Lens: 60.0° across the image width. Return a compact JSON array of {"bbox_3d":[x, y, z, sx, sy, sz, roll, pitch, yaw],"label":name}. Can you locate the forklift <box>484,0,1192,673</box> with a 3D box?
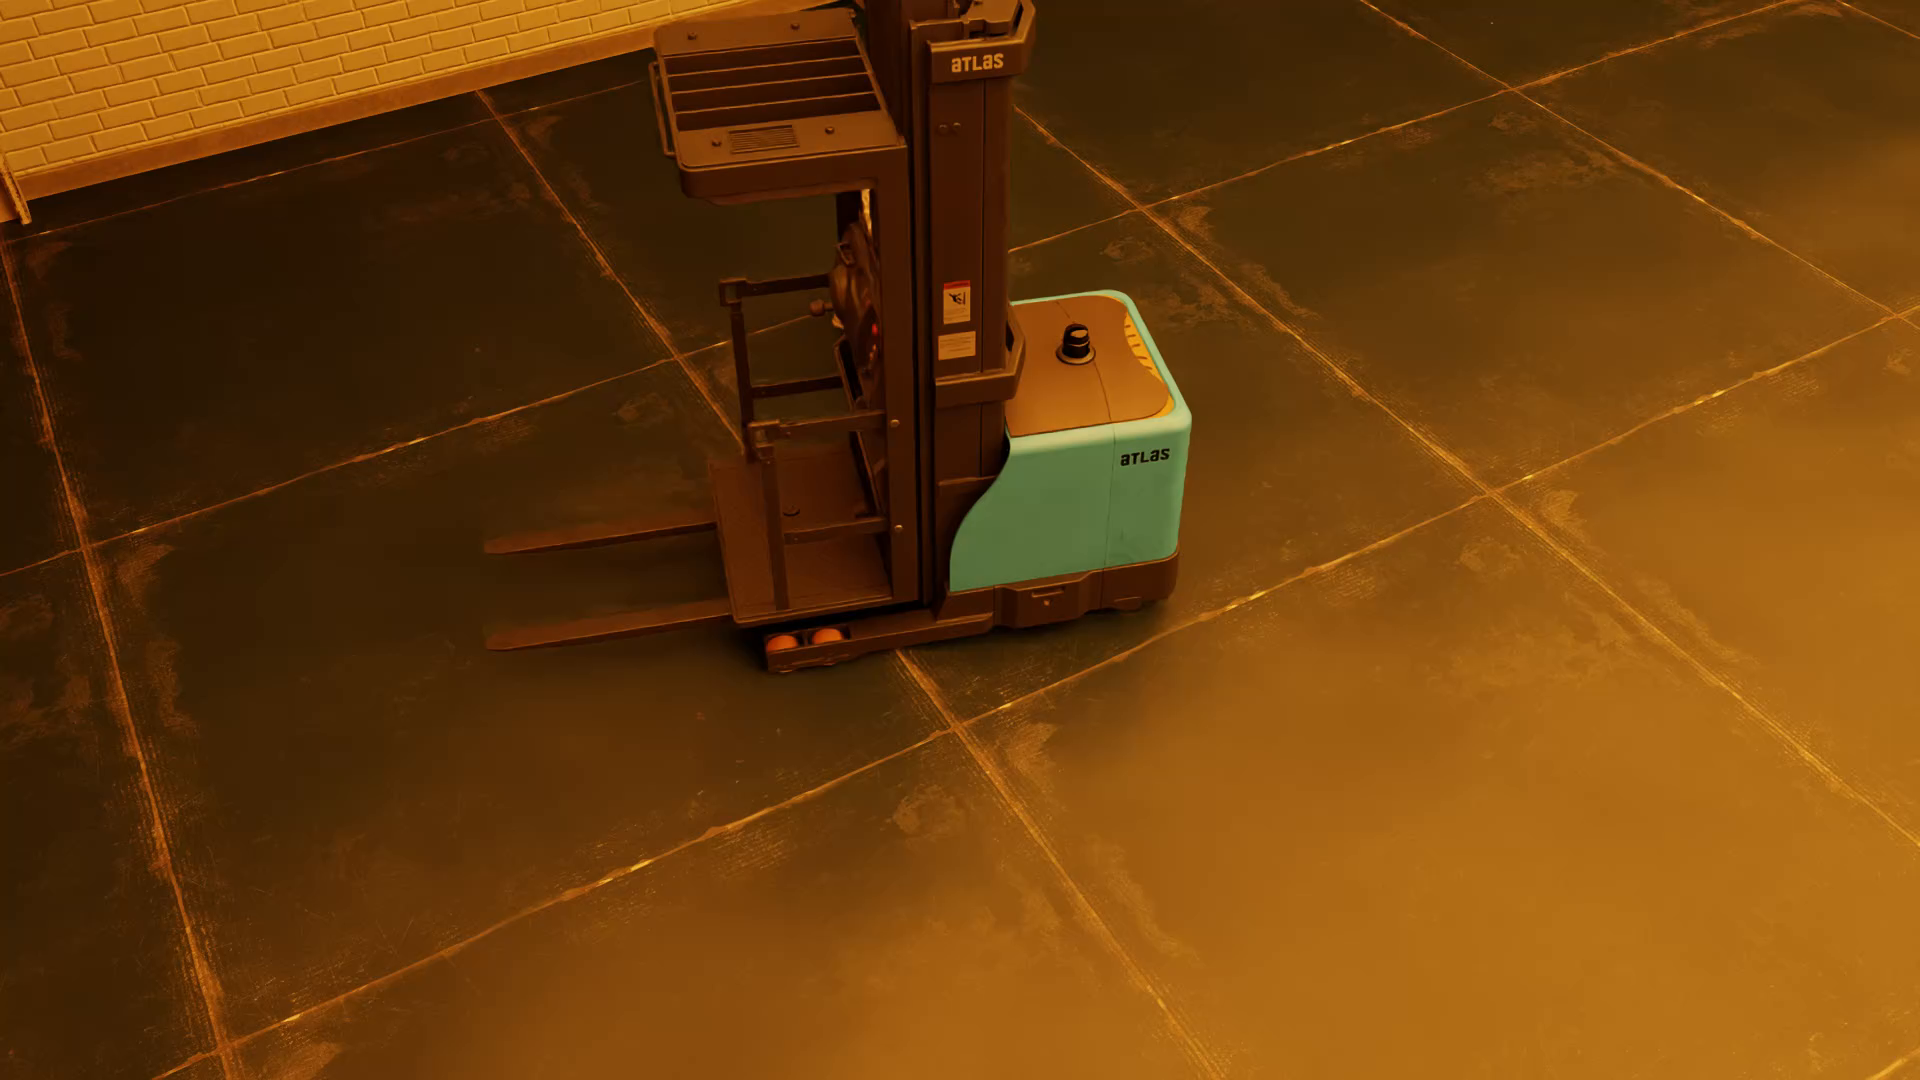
[{"bbox_3d":[-0.598,-0.894,6.662,3.031,2.935,1.130,-9,44,-9],"label":"forklift"}]

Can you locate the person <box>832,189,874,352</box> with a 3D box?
[{"bbox_3d":[-0.461,-1.615,8.395,0.460,1.574,0.817,-7,43,-8],"label":"person"}]
